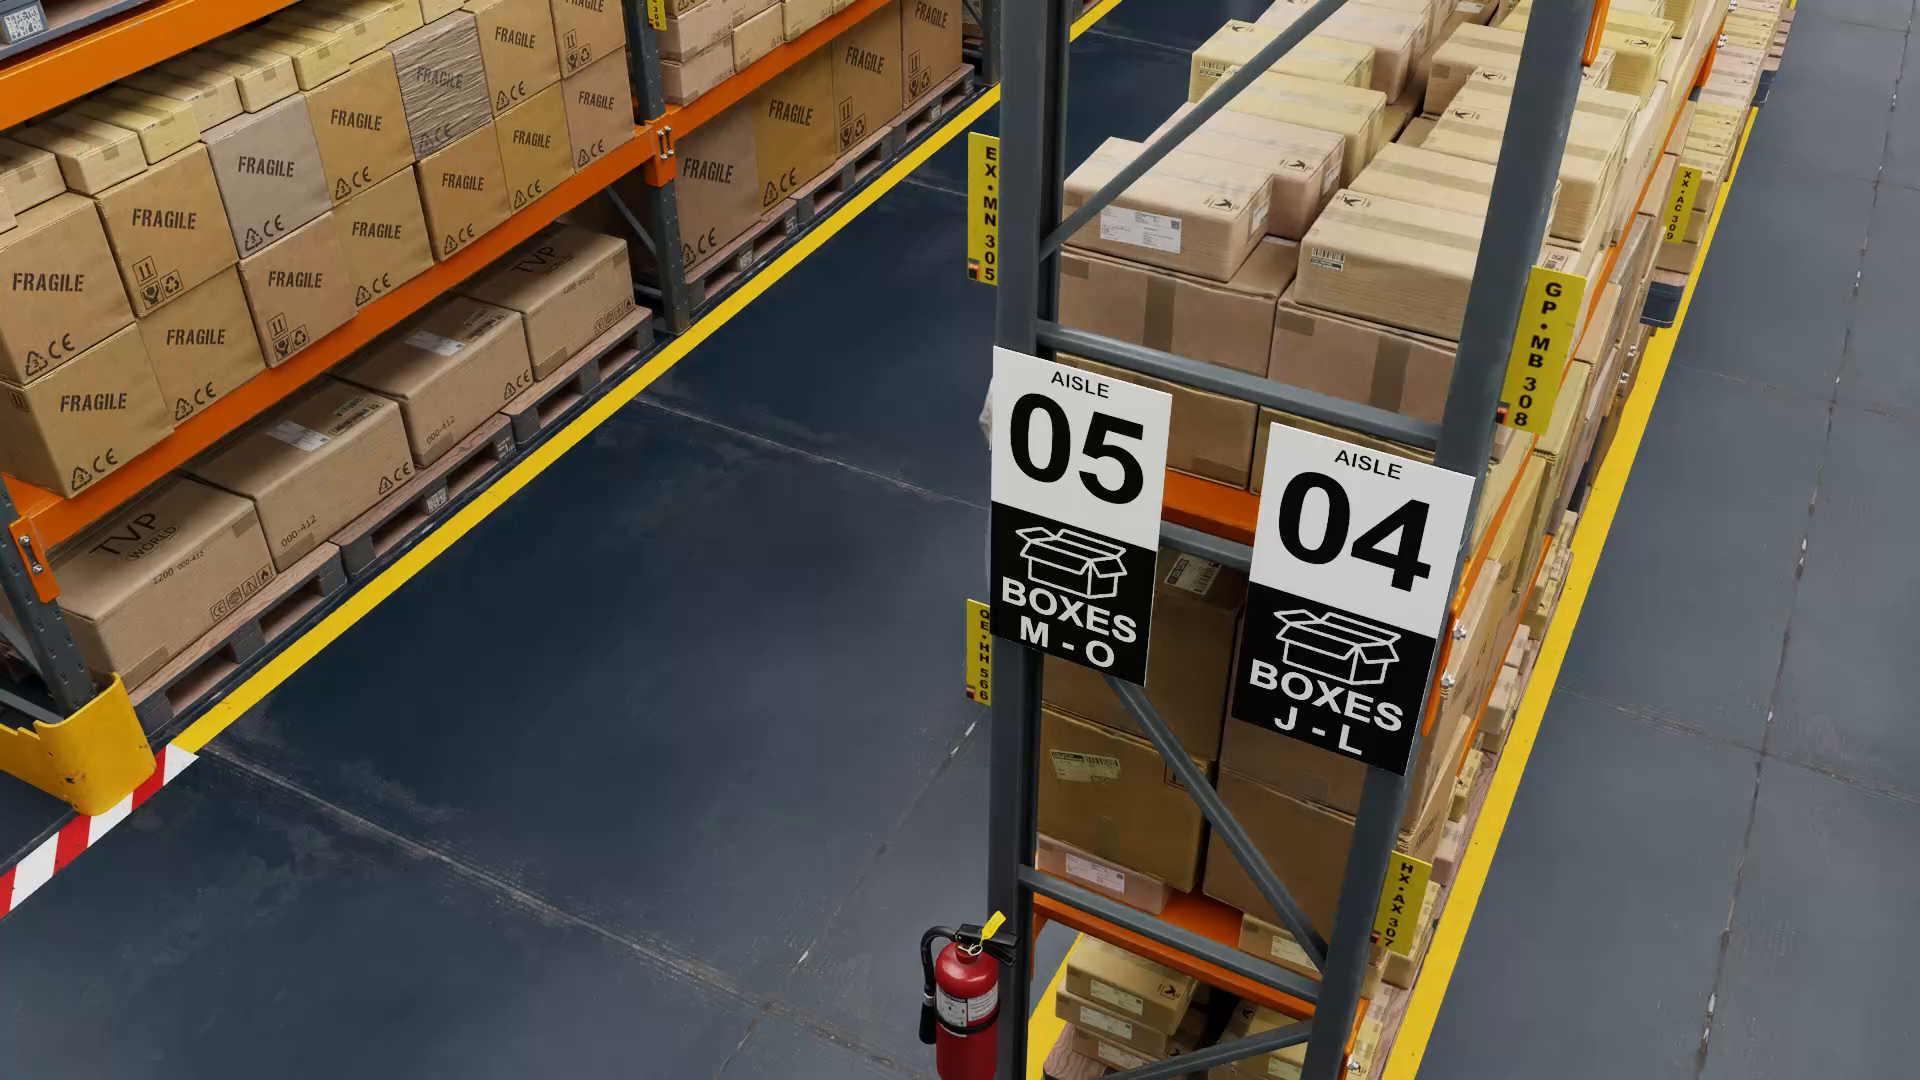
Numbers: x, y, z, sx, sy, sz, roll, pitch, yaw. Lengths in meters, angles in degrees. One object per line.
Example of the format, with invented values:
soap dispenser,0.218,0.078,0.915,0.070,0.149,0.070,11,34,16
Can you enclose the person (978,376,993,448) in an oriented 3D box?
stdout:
person,0.372,-0.288,7.097,0.572,1.685,0.442,17,41,20
